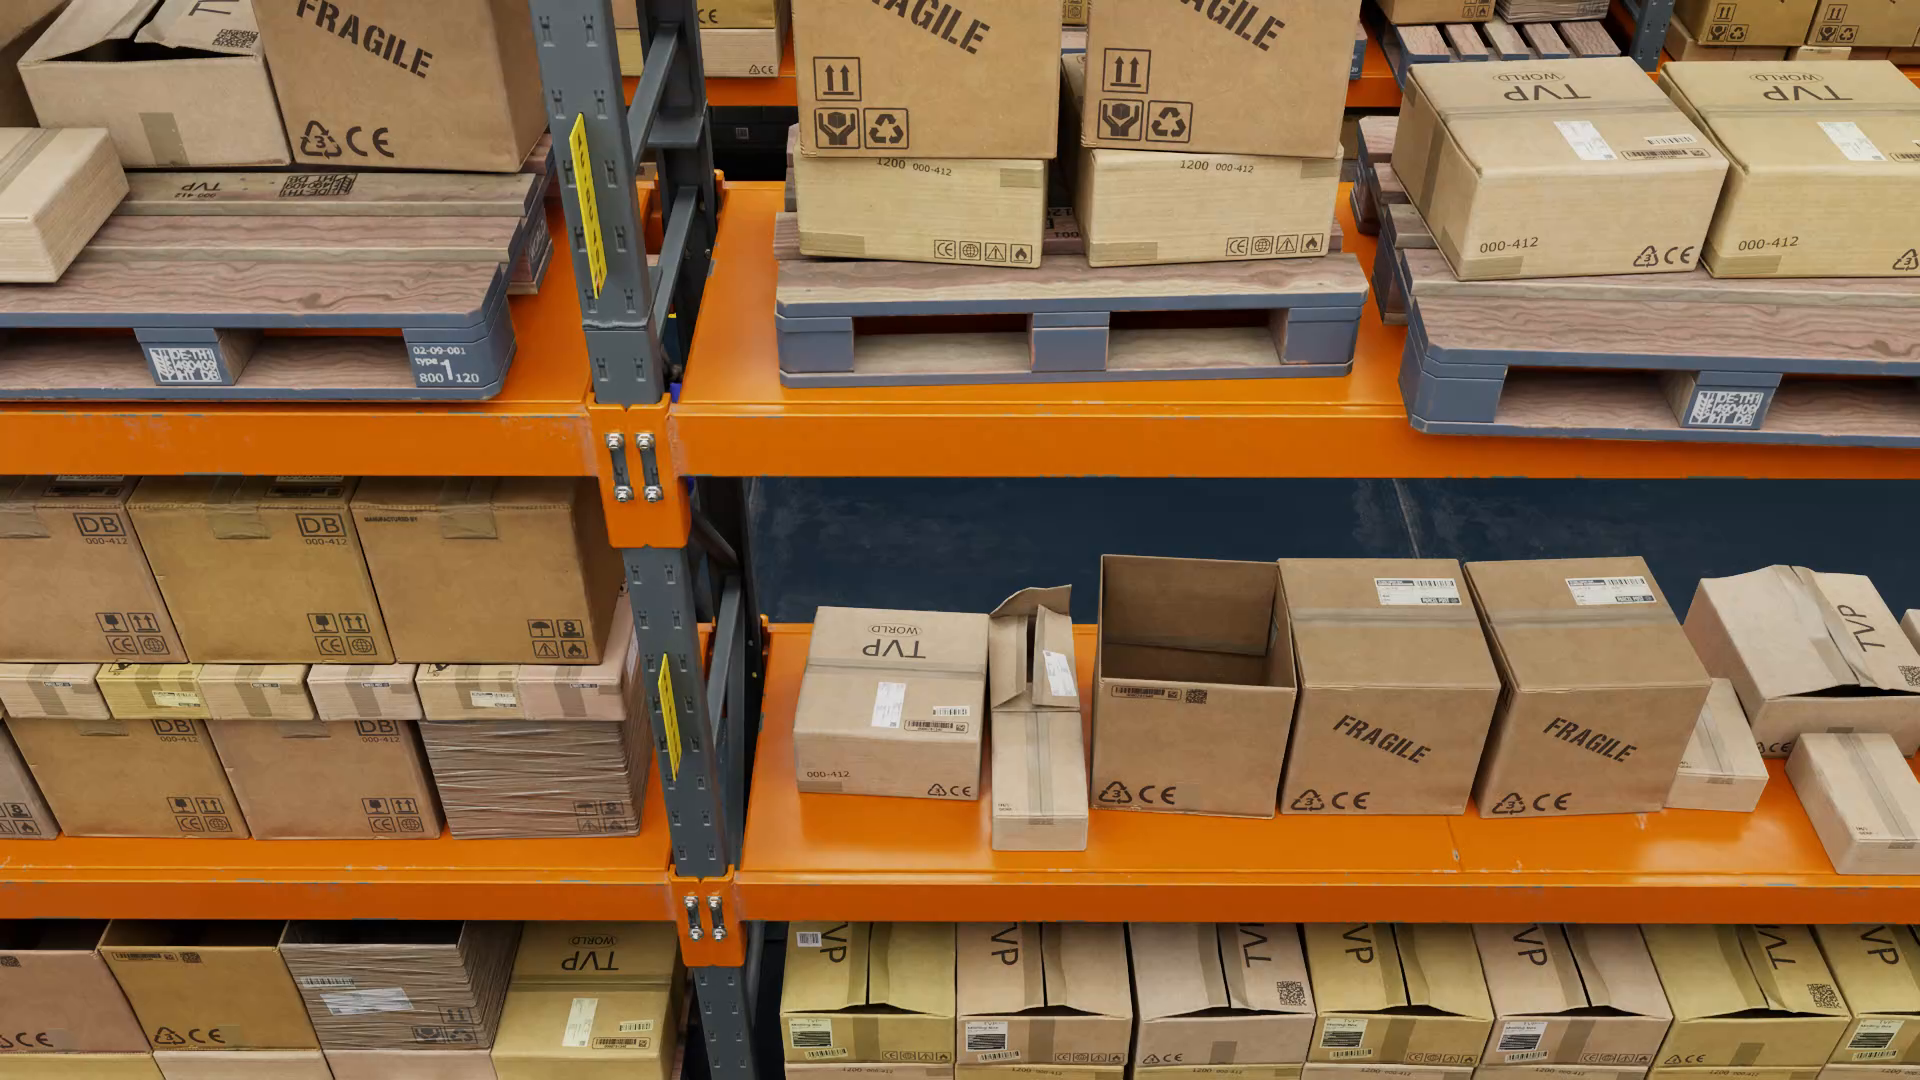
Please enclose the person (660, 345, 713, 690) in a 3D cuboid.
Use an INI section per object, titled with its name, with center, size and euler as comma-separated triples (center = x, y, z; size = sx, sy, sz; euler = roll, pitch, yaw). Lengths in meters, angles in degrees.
[person]
center = -1.132, -0.055, 6.219
size = 0.405, 1.663, 0.478
euler = -1, 40, -1
